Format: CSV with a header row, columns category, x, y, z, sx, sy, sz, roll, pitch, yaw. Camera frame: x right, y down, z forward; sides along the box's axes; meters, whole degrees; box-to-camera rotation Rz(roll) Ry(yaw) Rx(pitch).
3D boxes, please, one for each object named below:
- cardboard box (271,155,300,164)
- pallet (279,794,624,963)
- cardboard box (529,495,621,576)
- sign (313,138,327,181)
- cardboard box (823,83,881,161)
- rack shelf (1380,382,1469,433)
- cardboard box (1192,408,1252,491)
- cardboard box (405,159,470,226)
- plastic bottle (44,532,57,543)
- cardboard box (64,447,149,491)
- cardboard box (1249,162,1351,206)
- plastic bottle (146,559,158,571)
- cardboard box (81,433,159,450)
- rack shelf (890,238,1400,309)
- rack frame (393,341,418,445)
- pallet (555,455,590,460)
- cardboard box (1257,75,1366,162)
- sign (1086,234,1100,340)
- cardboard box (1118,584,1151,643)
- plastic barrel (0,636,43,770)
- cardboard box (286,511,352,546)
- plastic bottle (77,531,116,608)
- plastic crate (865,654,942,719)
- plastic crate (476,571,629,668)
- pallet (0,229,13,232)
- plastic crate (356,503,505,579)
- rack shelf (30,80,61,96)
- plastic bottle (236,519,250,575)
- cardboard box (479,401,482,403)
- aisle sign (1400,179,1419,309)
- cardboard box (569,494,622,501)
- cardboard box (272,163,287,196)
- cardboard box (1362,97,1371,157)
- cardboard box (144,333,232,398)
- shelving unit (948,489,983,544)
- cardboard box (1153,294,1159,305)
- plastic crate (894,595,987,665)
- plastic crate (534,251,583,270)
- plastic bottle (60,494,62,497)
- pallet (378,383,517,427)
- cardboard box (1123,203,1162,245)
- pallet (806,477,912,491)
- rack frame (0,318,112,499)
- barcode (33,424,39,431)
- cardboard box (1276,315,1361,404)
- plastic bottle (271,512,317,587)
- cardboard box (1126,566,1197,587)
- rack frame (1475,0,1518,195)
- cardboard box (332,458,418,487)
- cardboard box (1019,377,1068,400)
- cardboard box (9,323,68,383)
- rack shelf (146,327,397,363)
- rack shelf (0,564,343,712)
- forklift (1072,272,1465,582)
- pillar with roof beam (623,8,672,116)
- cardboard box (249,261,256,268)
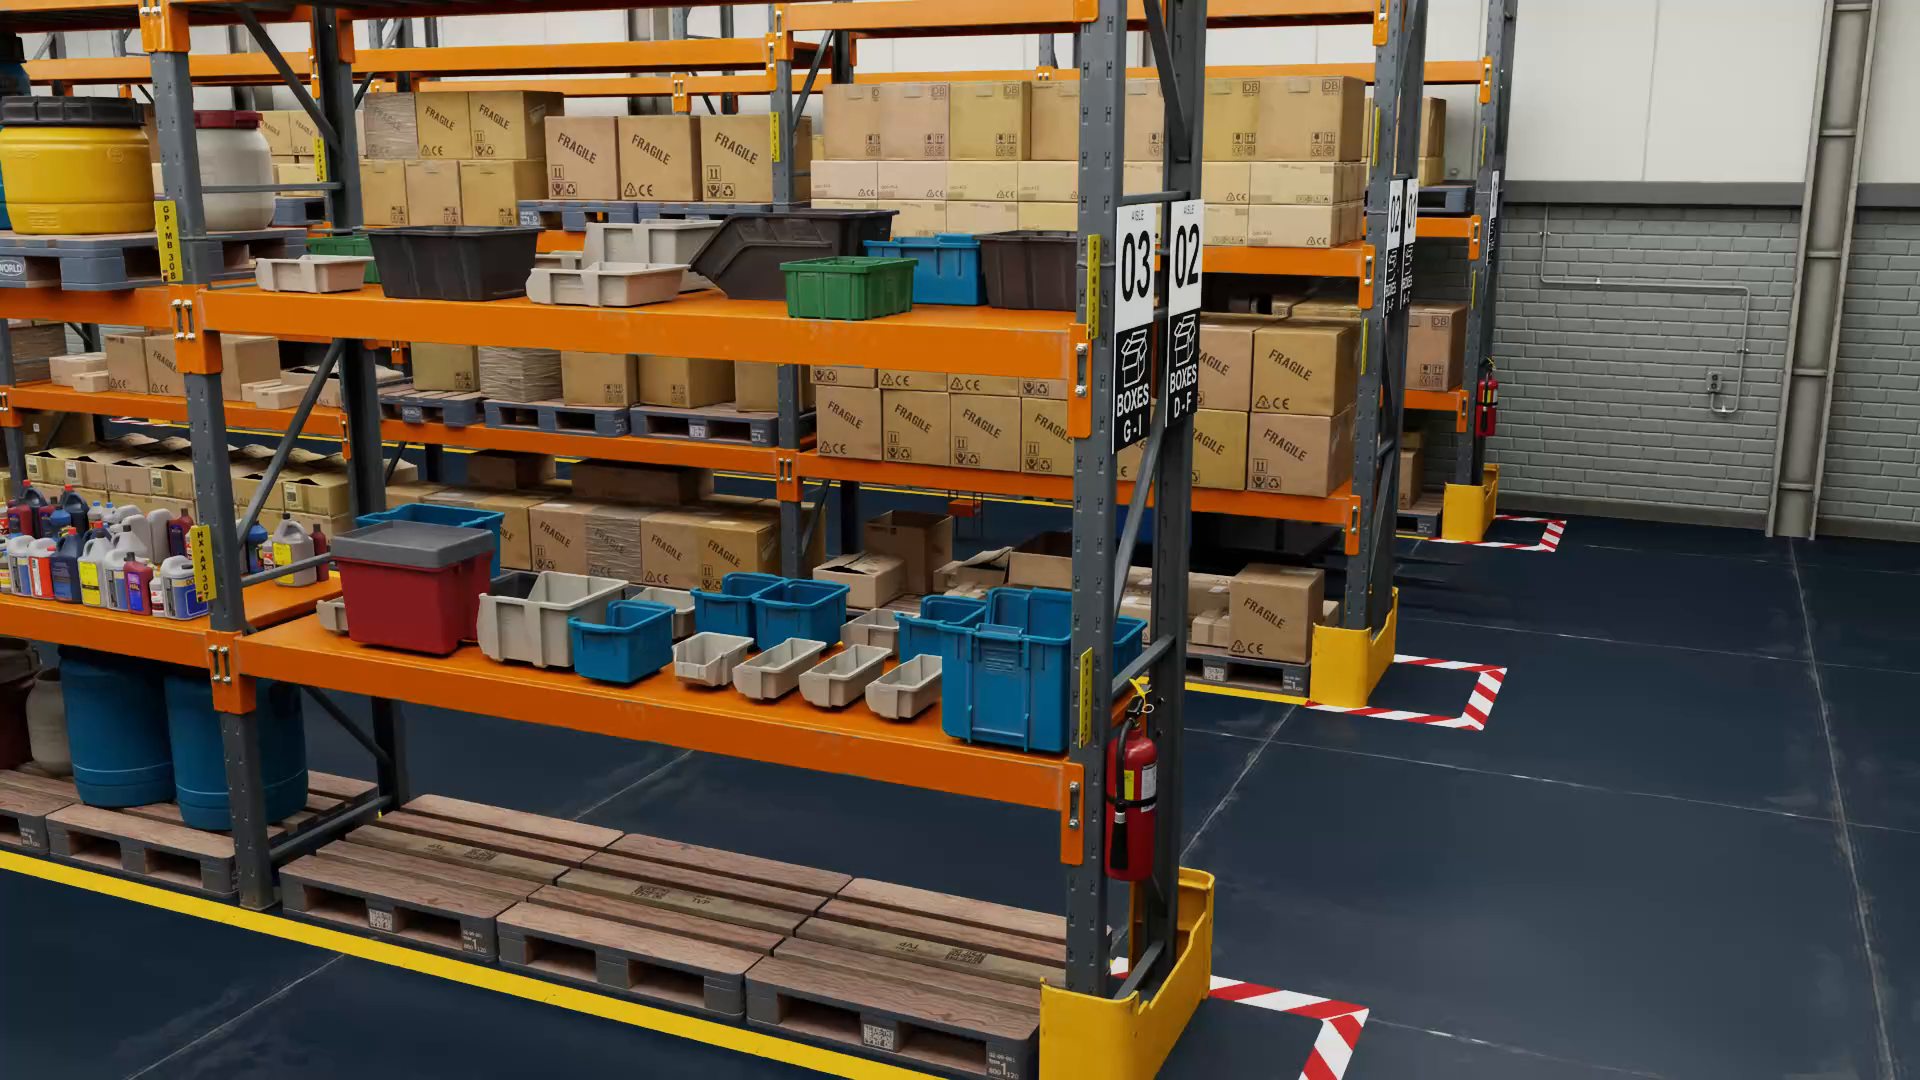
category,x,y,z,sx,sy,sz,roll,pitch,yaw
cardboard box,-7.870,-4.293,19.657,0.500,0.500,0.500,5,14,21
pallet,-2.339,1.540,7.729,1.213,0.211,1.003,6,14,23
cardboard box,-2.957,-0.035,12.847,0.500,0.500,0.500,5,14,21
sign,-4.907,-2.917,12.749,0.005,0.325,0.100,6,14,23
cardboard box,-0.557,-2.870,11.447,0.500,0.500,0.700,6,14,23
rack shelf,2.814,-1.411,15.778,4.000,0.370,1.077,6,14,23
cardboard box,1.644,-0.622,10.621,0.500,0.500,0.500,6,14,24
cardboard box,-3.796,-2.710,12.954,0.500,0.500,0.910,6,14,23
plastic bottle,-4.403,0.096,8.063,0.097,0.271,0.097,0,13,0
cardboard box,-7.599,-0.653,14.843,0.500,0.311,0.500,6,14,23
cardboard box,2.067,-2.166,10.089,0.500,0.250,0.500,6,14,23
plastic bottle,-3.819,0.189,7.819,0.097,0.201,0.097,0,13,0
cardboard box,-7.845,-0.813,15.526,0.500,0.311,0.500,6,14,23
rack shelf,0.811,-1.837,11.024,4.000,0.370,1.077,6,14,23
rack frame,-6.329,-2.687,19.639,0.127,3.000,1.000,6,14,23
pallet,-4.497,-1.145,19.172,1.213,0.211,1.003,6,14,23
cardboard box,2.163,-2.581,10.216,0.500,0.500,0.700,6,14,23
sign,0.422,-0.800,5.262,0.005,0.325,0.100,6,14,23
cardboard box,1.186,0.490,11.156,0.500,0.250,0.500,6,14,23
plastic barrel,-5.198,0.868,8.848,0.708,0.588,0.600,6,14,23
cardboard box,-5.255,-0.145,13.907,0.500,0.250,0.500,6,15,25
plastic bottle,-4.000,0.130,7.743,0.185,0.351,0.144,6,14,23
plastic crate,-0.189,0.554,6.272,0.243,0.136,0.396,6,14,23
plastic crate,-1.706,0.331,6.906,0.530,0.282,0.437,6,14,23
pallet,-4.822,-1.402,8.011,1.213,0.211,1.003,6,14,23
plastic crate,-2.462,0.073,7.780,0.575,0.384,0.392,6,14,23
rack shelf,-10.160,-4.213,15.459,4.000,0.370,1.077,6,14,23
plastic bottle,-3.631,0.027,8.346,0.135,0.276,0.152,6,14,23
cardboard box,-5.649,-1.619,19.599,0.500,0.500,0.700,6,15,25
aisle sign,2.821,-1.862,10.434,0.004,0.787,0.394,6,14,23
cardboard box,-2.769,-0.146,13.320,0.500,0.500,0.500,5,14,21
cardboard box,-5.599,-2.948,13.597,0.500,0.250,0.500,6,15,25
cardboard box,3.410,-3.641,14.689,0.500,0.500,0.500,6,15,25
cardboard box,-6.697,-1.531,14.494,0.500,0.500,0.500,6,14,23
shelving unit,0.049,-0.506,14.614,0.252,1.050,0.215,6,14,23
cardboard box,2.140,-1.970,15.929,0.700,0.700,0.980,5,14,22
plastic crate,-0.064,0.393,6.751,0.300,0.233,0.416,6,14,23
plastic crate,-1.710,-1.171,7.191,0.466,0.136,0.293,6,14,23
plastic bottle,-4.806,-0.107,8.901,0.133,0.283,0.061,6,14,23
pallet,-4.027,-1.140,13.468,1.003,0.211,1.213,6,14,23
cardboard box,1.148,-2.013,10.531,0.500,0.250,0.500,6,14,23
pallet,-0.870,-0.757,17.520,1.213,0.211,1.003,6,14,23
rack frame,-8.332,-1.652,15.228,0.127,3.000,1.000,6,14,23
barcode,-8.267,-1.006,14.883,0.075,0.075,0.001,6,14,23
cardboard box,2.341,-1.173,10.780,0.500,0.500,0.500,6,15,25
plastic bottle,-3.255,0.043,8.115,0.185,0.351,0.144,6,14,23
cardboard box,1.343,0.381,11.621,0.500,0.250,0.500,6,14,23
rack frame,4.643,-4.497,14.222,0.127,3.000,1.000,6,14,23
cardboard box,-5.035,-0.530,14.321,0.500,0.311,0.500,6,15,25
cardboard box,0.714,-1.202,10.903,0.500,0.500,0.500,6,15,25
cardboard box,-8.740,-1.740,15.386,0.500,0.500,0.700,5,14,22
rack shelf,-8.157,-2.522,20.510,4.000,0.370,1.077,6,14,23
rack shelf,-4.856,0.288,8.537,4.000,0.370,1.077,6,14,23
forklift,2.465,-1.128,13.145,3.031,2.935,1.130,7,15,27
pillar with roof beam,-5.254,-4.639,14.827,0.400,9.000,9.100,6,14,23
cardboard box,-8.277,-3.110,20.084,0.500,0.500,0.500,6,15,25
